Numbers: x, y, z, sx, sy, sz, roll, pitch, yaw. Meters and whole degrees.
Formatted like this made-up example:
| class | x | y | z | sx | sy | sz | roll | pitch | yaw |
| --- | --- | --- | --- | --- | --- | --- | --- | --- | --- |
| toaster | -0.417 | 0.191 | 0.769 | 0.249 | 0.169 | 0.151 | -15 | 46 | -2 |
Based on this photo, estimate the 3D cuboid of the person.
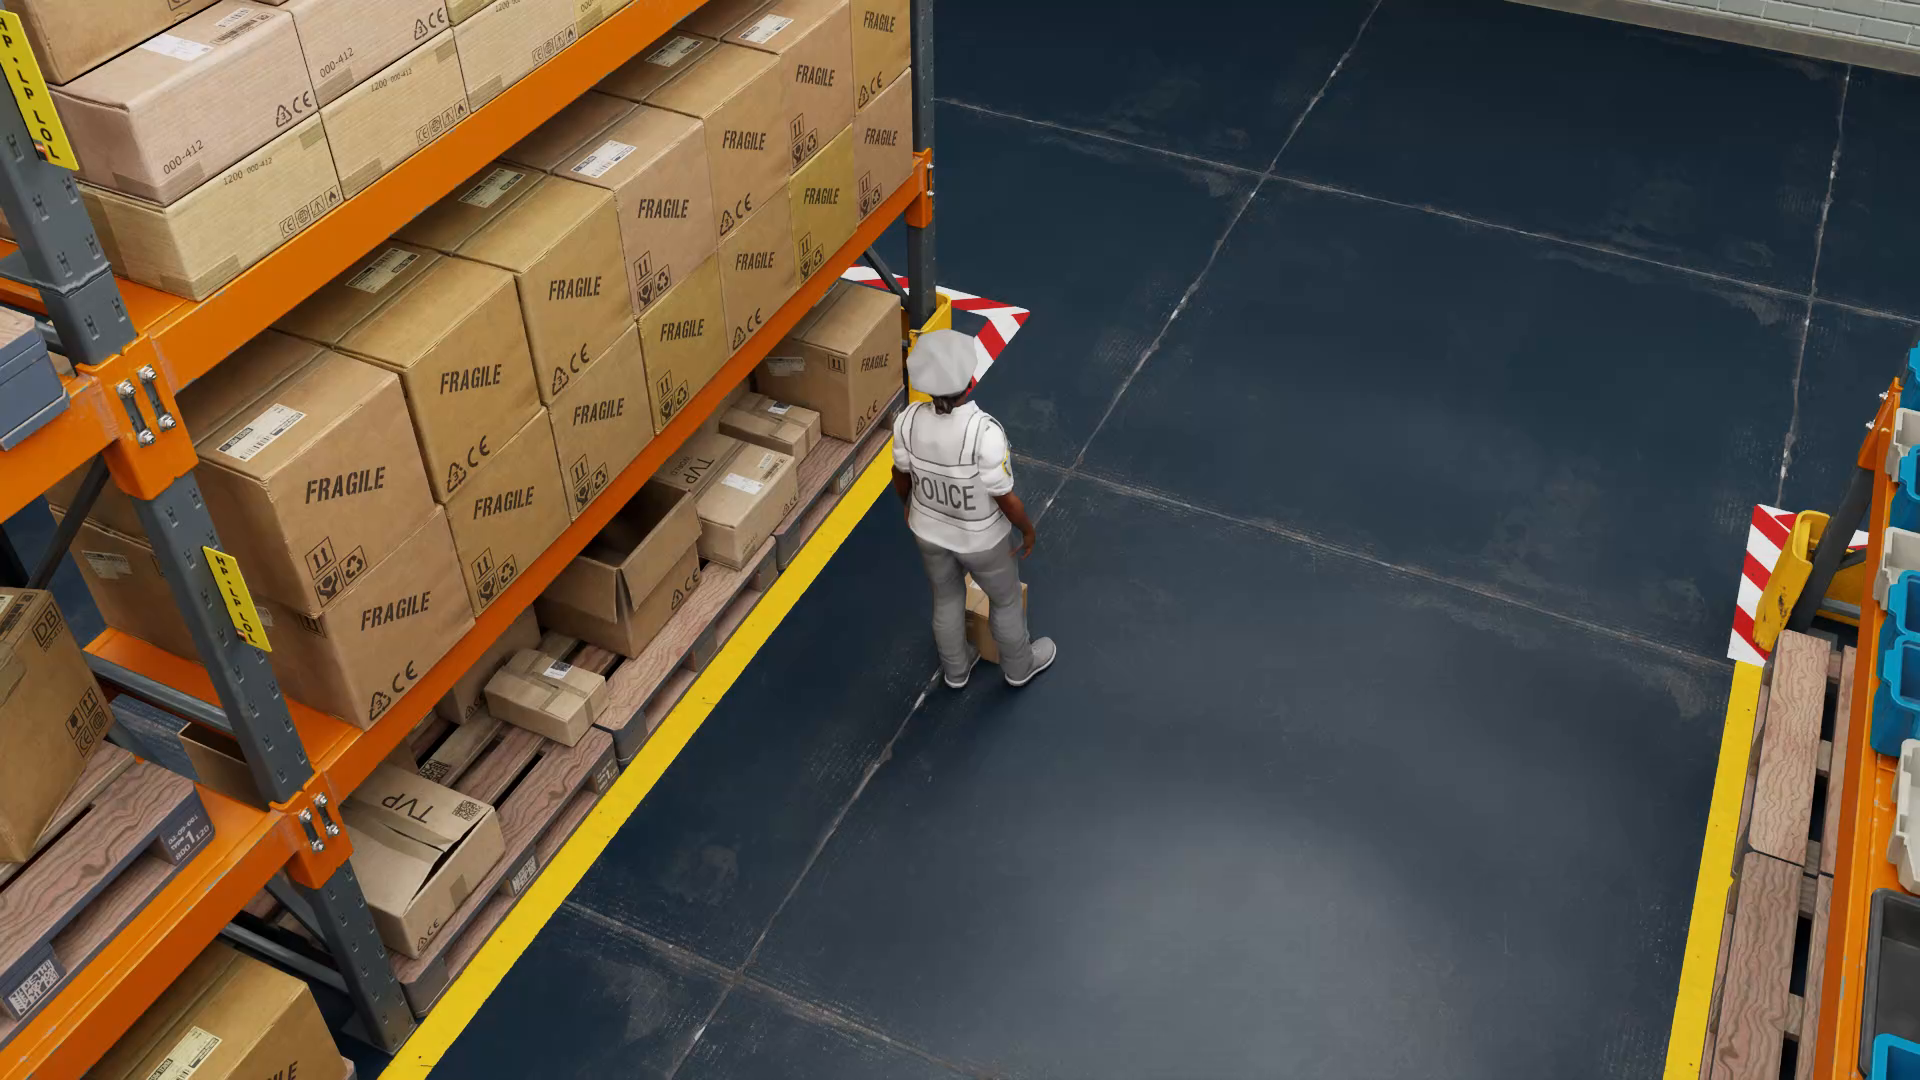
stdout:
| class | x | y | z | sx | sy | sz | roll | pitch | yaw |
| --- | --- | --- | --- | --- | --- | --- | --- | --- | --- |
| person | 0.051 | -0.098 | 6.231 | 0.569 | 1.693 | 0.528 | 17 | 45 | 18 |
